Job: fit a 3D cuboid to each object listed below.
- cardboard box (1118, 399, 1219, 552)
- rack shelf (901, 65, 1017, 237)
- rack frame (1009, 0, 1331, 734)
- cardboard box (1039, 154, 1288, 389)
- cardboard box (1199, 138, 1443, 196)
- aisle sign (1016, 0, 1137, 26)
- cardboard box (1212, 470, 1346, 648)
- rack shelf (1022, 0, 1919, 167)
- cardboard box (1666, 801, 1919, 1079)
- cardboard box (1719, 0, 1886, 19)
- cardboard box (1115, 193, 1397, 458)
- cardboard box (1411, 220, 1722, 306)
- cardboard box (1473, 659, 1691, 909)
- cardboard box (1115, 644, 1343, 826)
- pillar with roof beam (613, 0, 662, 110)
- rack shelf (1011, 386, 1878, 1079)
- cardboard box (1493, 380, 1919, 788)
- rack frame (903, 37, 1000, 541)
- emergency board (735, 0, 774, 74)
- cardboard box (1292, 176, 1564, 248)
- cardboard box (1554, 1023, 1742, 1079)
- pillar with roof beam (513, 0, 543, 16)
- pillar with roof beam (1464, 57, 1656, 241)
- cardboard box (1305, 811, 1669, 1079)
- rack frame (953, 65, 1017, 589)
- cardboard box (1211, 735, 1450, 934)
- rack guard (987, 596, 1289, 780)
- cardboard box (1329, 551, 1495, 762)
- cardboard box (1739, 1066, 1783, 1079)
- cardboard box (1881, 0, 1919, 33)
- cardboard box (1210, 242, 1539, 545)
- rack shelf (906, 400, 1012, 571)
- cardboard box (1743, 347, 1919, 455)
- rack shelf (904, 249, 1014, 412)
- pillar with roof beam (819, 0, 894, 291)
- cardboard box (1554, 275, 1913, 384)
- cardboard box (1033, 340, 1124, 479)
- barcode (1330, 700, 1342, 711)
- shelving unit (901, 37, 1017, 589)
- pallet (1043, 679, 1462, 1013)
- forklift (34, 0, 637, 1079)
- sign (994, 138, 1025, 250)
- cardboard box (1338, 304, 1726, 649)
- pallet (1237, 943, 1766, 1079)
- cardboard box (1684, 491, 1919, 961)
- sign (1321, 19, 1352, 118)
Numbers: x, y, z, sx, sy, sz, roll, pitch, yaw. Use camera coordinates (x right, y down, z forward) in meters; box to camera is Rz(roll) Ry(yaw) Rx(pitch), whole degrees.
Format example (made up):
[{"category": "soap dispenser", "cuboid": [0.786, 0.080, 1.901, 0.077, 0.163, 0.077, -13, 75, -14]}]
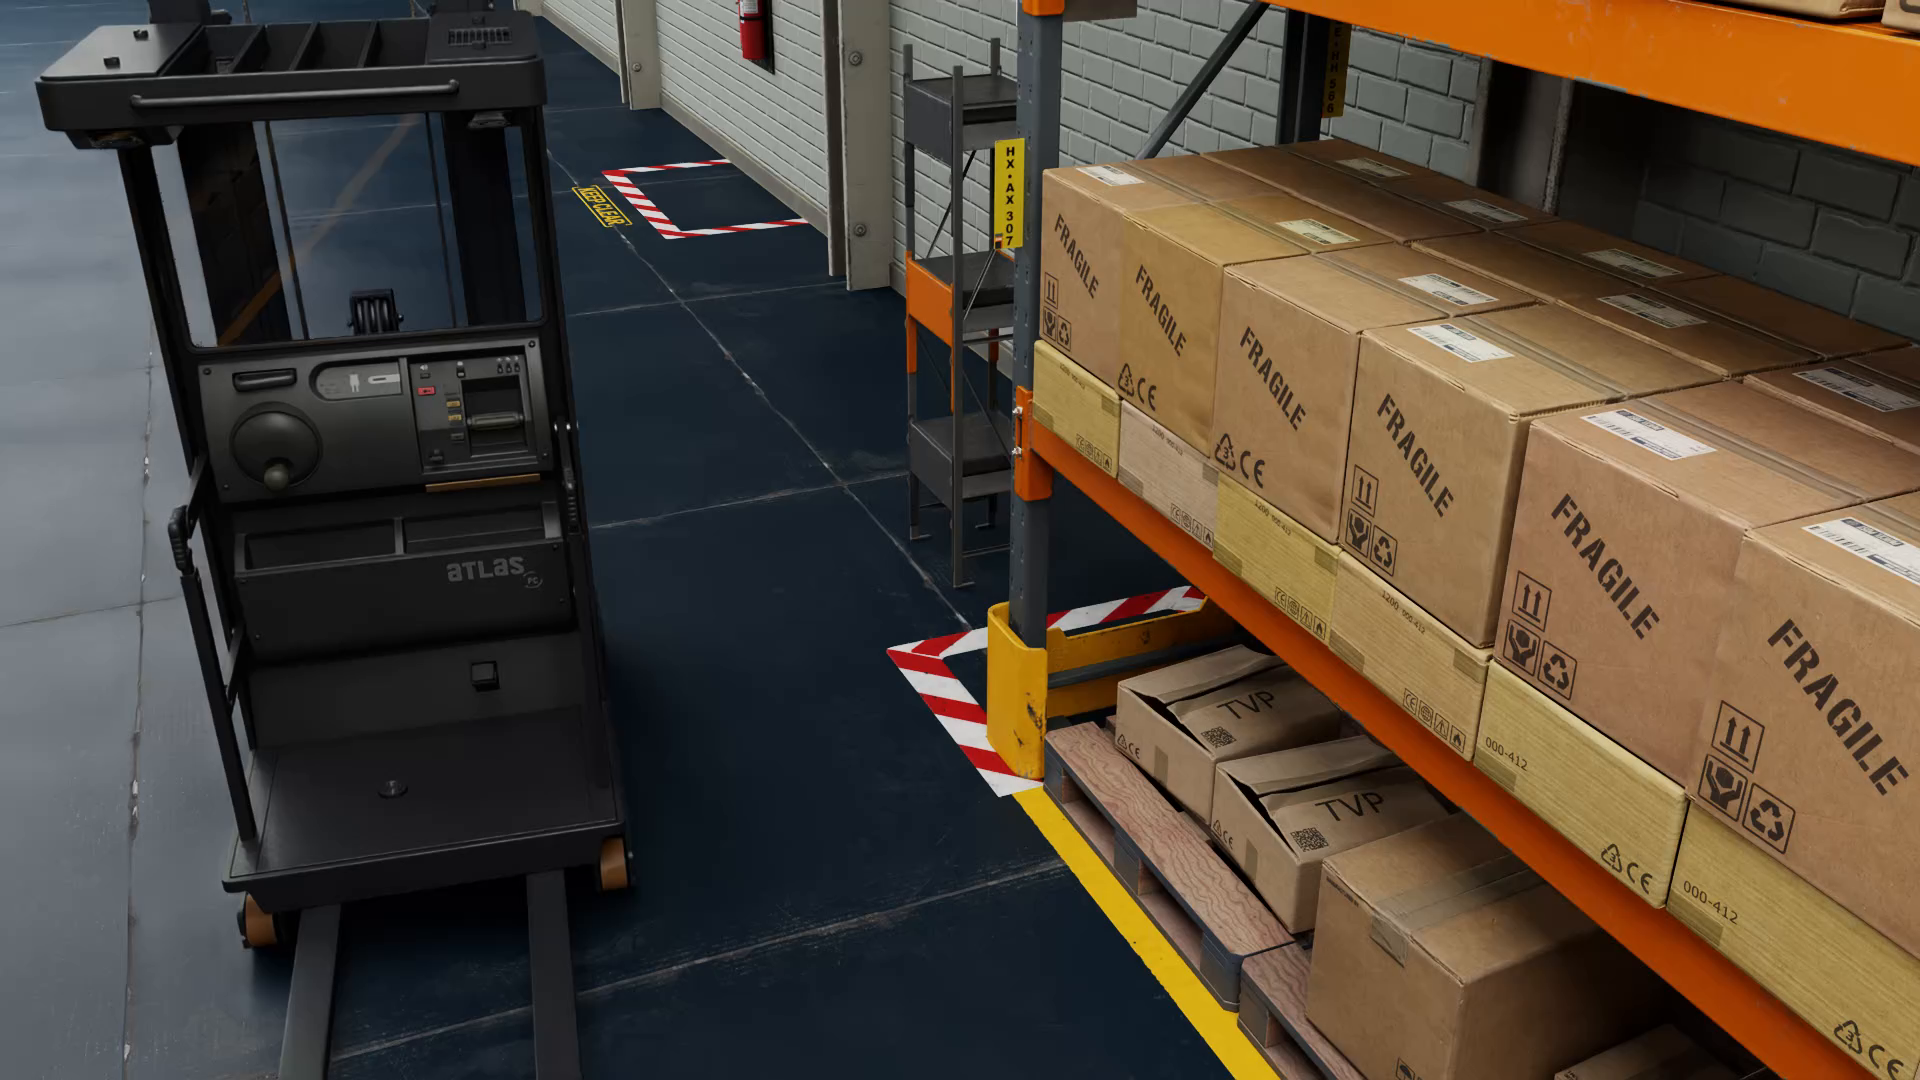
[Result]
[{"category": "cardboard box", "cuboid": [0.764, -0.215, 4.421, 0.500, 0.250, 0.500, -11, 28, -22]}, {"category": "rack shelf", "cuboid": [0.065, -1.493, 6.351, 0.431, 0.518, 0.480, -11, 28, -21]}, {"category": "rack frame", "cuboid": [0.649, -0.733, 5.332, 1.000, 3.000, 0.127, -11, 28, -21]}, {"category": "cardboard box", "cuboid": [0.559, -0.767, 4.695, 0.500, 0.500, 0.500, -11, 28, -21]}, {"category": "cardboard box", "cuboid": [1.029, -0.857, 4.881, 0.500, 0.500, 0.500, -11, 28, -21]}, {"category": "aisle sign", "cuboid": [0.345, -1.878, 4.715, 0.394, 0.787, 0.004, -11, 28, -21]}, {"category": "cardboard box", "cuboid": [0.958, -0.009, 3.997, 0.500, 0.250, 0.500, -11, 28, -21]}, {"category": "rack shelf", "cuboid": [1.432, -0.950, 3.178, 1.077, 0.370, 4.000, -11, 28, -21]}, {"category": "cardboard box", "cuboid": [1.563, 0.599, 2.753, 0.500, 0.250, 0.500, -10, 28, -20]}, {"category": "cardboard box", "cuboid": [1.352, -1.105, 2.538, 0.500, 0.500, 0.500, -12, 28, -23]}, {"category": "cardboard box", "cuboid": [0.744, -0.566, 4.283, 0.500, 0.500, 0.500, -10, 28, -20]}, {"category": "cardboard box", "cuboid": [1.424, -0.445, 4.035, 0.500, 0.500, 0.500, -11, 28, -22]}, {"category": "cardboard box", "cuboid": [1.352, 0.399, 3.163, 0.500, 0.250, 0.500, -11, 28, -21]}, {"category": "cardboard box", "cuboid": [0.837, 0.573, 5.221, 0.500, 0.311, 0.500, -14, 29, -26]}, {"category": "pillar with roof beam", "cuboid": [-6.942, -7.399, 12.148, 9.100, 9.000, 0.400, -11, 28, -21]}, {"category": "rack shelf", "cuboid": [1.432, 0.398, 3.836, 1.077, 0.370, 4.000, -11, 28, -21]}, {"category": "cardboard box", "cuboid": [1.358, 0.060, 3.001, 0.500, 0.500, 0.500, -11, 28, -22]}, {"category": "rack frame", "cuboid": [-0.031, -0.975, 6.854, 0.400, 2.100, 0.015, -11, 28, -21]}, {"category": "emergency board", "cuboid": [-1.563, -4.025, 12.075, 0.194, 1.169, 0.643, -11, 28, -21]}, {"category": "cardboard box", "cuboid": [1.217, -0.653, 4.461, 0.500, 0.500, 0.500, -10, 28, -20]}, {"category": "cardboard box", "cuboid": [1.607, 1.316, 3.883, 0.380, 0.149, 0.250, -13, 29, -25]}, {"category": "pillar with roof beam", "cuboid": [-9.291, -9.821, 17.109, 9.100, 9.000, 0.400, -11, 28, -21]}, {"category": "pillar with roof beam", "cuboid": [-2.242, -2.555, 2.226, 9.100, 9.000, 0.400, -11, 28, -21]}, {"category": "cardboard box", "cuboid": [1.302, 1.023, 4.084, 0.700, 0.500, 0.500, -12, 29, -24]}, {"category": "rack frame", "cuboid": [0.160, -0.778, 6.451, 0.400, 2.100, 0.015, -11, 28, -21]}, {"category": "cardboard box", "cuboid": [1.060, 0.803, 4.750, 0.500, 0.311, 0.500, -8, 27, -16]}, {"category": "rack guard", "cuboid": [0.679, 0.421, 5.817, 1.175, 0.500, 0.348, -11, 28, -21]}, {"category": "cardboard box", "cuboid": [1.154, 0.196, 3.579, 0.500, 0.250, 0.500, -10, 28, -20]}, {"category": "cardboard box", "cuboid": [1.772, 1.396, 3.320, 0.500, 0.500, 0.500, -13, 29, -24]}, {"category": "cardboard box", "cuboid": [1.604, -0.887, 2.093, 0.500, 0.500, 0.500, -13, 29, -25]}, {"category": "cardboard box", "cuboid": [0.940, -0.356, 3.854, 0.500, 0.500, 0.500, -12, 28, -22]}, {"category": "rack shelf", "cuboid": [0.065, -0.235, 6.966, 0.431, 0.518, 0.480, -11, 28, -21]}, {"category": "cardboard box", "cuboid": [1.834, -0.034, 3.193, 0.500, 0.500, 0.500, -10, 28, -19]}, {"category": "rack shelf", "cuboid": [0.065, -0.864, 6.658, 0.431, 0.518, 0.480, -11, 28, -21]}, {"category": "pillar with roof beam", "cuboid": [-4.592, -4.977, 7.187, 9.100, 9.000, 0.400, -11, 28, -21]}, {"category": "cardboard box", "cuboid": [1.621, -0.241, 3.619, 0.500, 0.500, 0.500, -10, 28, -20]}, {"category": "cardboard box", "cuboid": [0.548, -0.423, 4.845, 0.500, 0.250, 0.500, -11, 28, -22]}, {"category": "barcode", "cuboid": [1.212, 0.507, 5.345, 0.001, 0.075, 0.075, -11, 28, -21]}, {"category": "shelving unit", "cuboid": [0.065, -0.877, 6.652, 0.431, 2.100, 0.503, -11, 28, -21]}, {"category": "pallet", "cuboid": [0.964, 0.885, 5.196, 1.003, 0.211, 1.213, -11, 28, -21]}, {"category": "forklift", "cuboid": [-1.608, -0.324, 4.574, 1.130, 2.935, 3.031, -7, 27, -13]}, {"category": "sign", "cuboid": [0.150, -1.028, 4.951, 0.100, 0.325, 0.005, -11, 28, -21]}, {"category": "cardboard box", "cuboid": [1.153, -0.150, 3.431, 0.500, 0.500, 0.500, -10, 28, -19]}, {"category": "pallet", "cuboid": [1.438, 1.377, 4.189, 1.003, 0.211, 1.213, -11, 28, -21]}, {"category": "cardboard box", "cuboid": [1.545, 0.265, 2.581, 0.500, 0.500, 0.500, -11, 28, -21]}, {"category": "sign", "cuboid": [1.167, -1.482, 5.187, 0.100, 0.325, 0.005, -11, 28, -21]}]
